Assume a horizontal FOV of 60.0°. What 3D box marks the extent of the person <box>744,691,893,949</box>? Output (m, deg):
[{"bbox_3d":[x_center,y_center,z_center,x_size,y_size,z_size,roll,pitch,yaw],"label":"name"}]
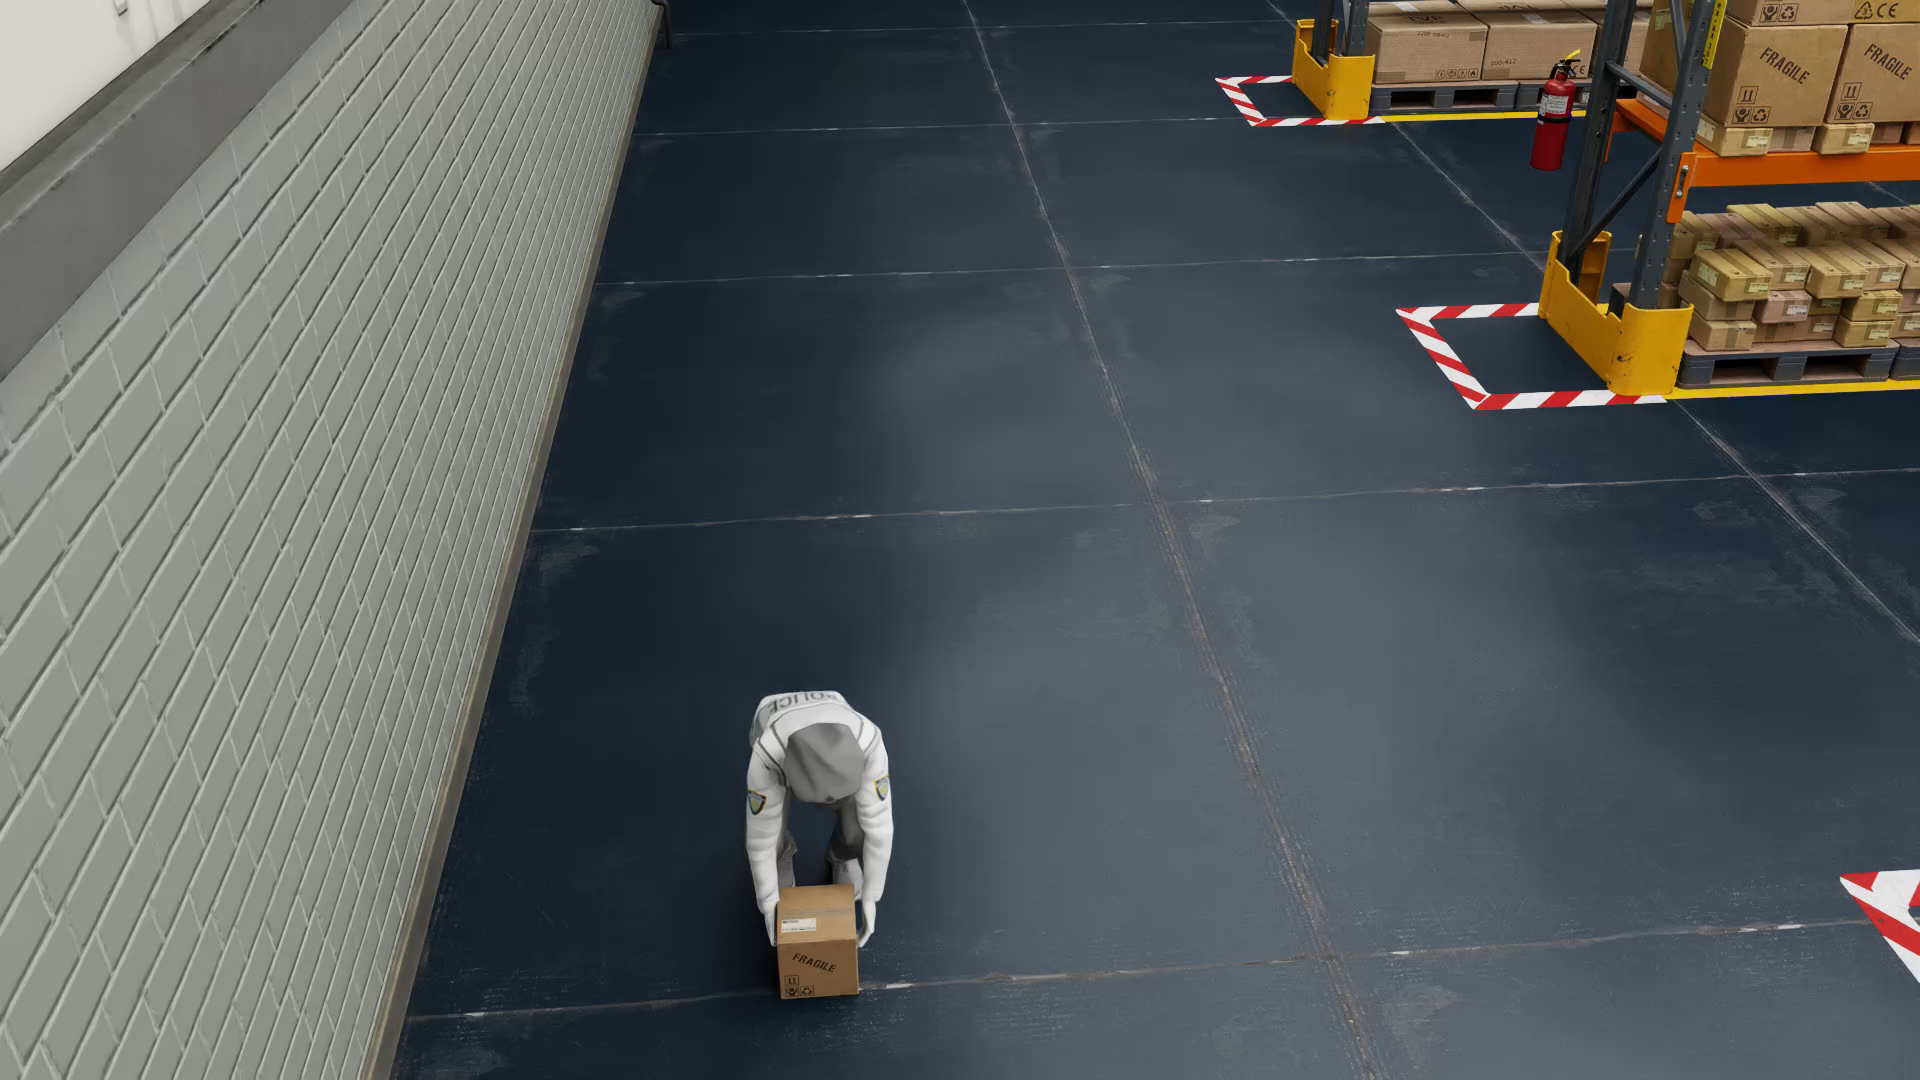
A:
[{"bbox_3d":[-0.473,0.833,5.479,0.489,0.928,0.852,-3,31,-5],"label":"person"}]
